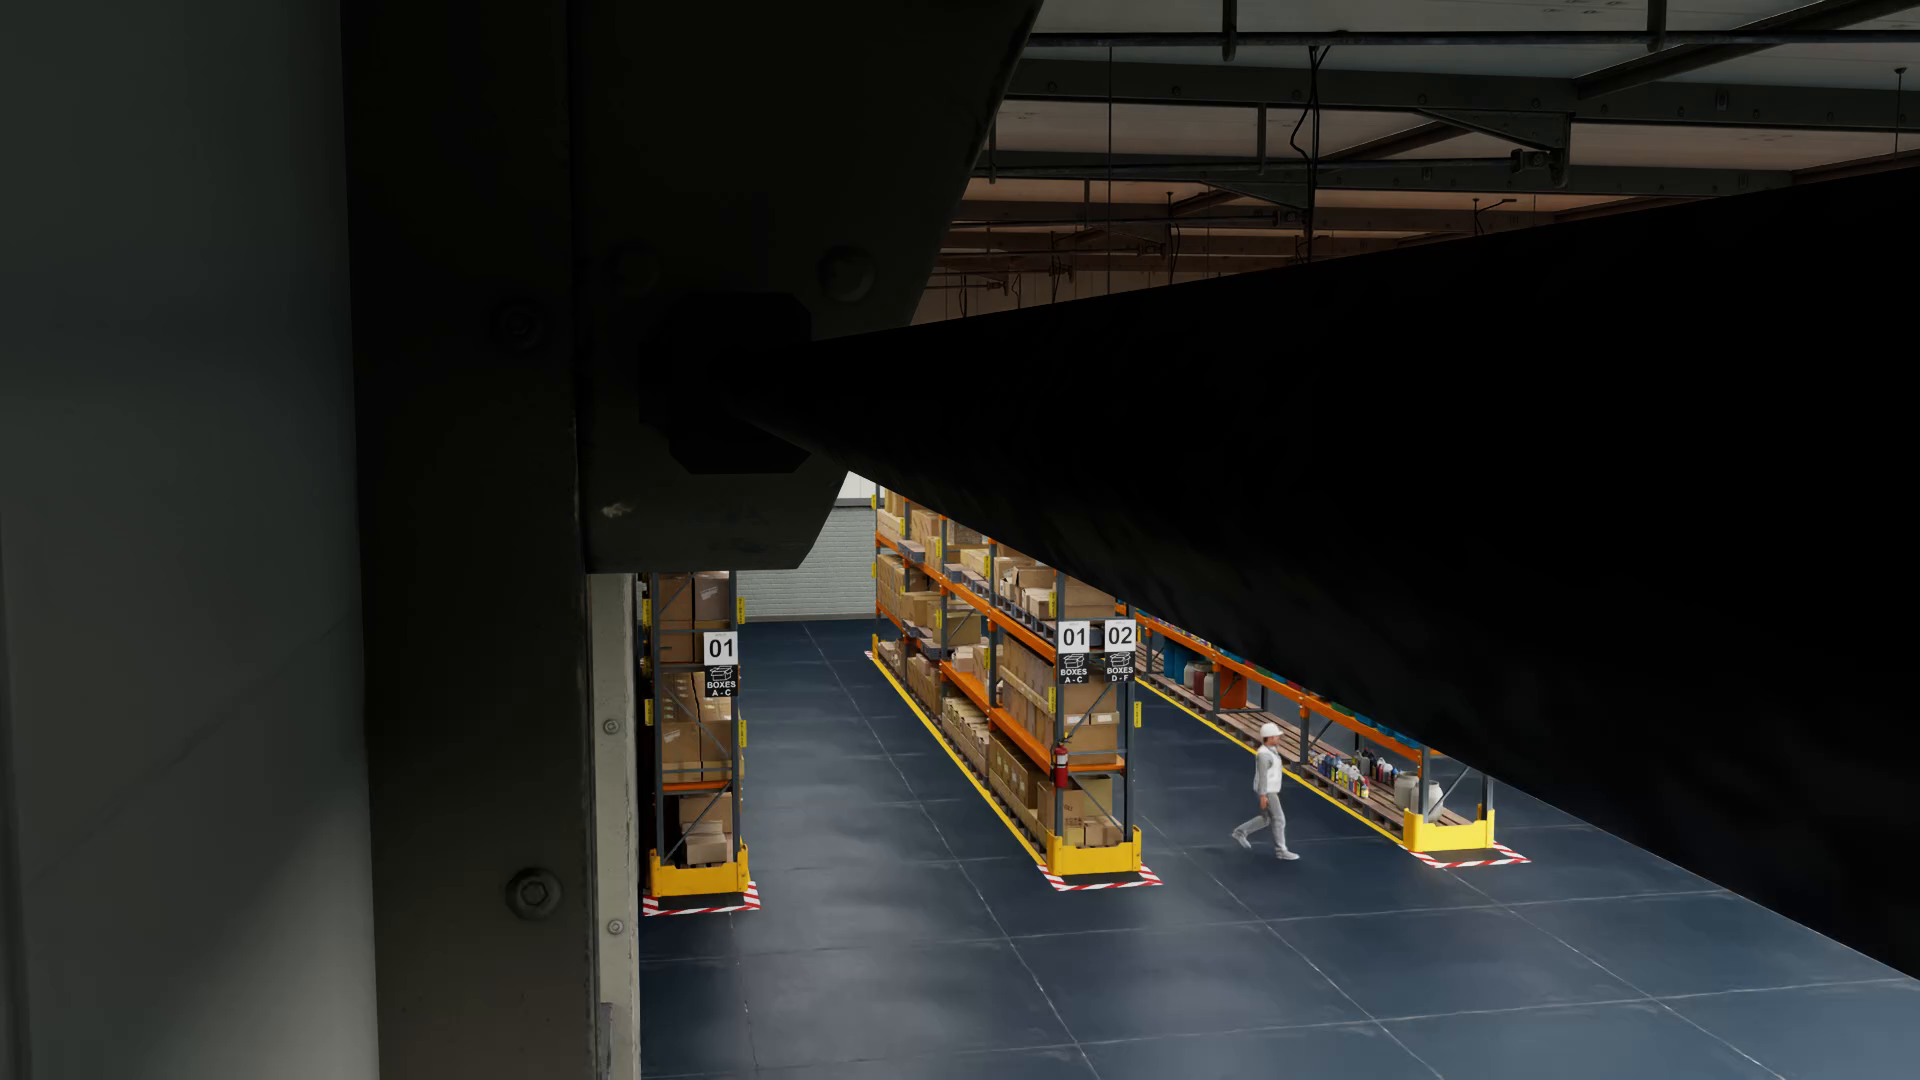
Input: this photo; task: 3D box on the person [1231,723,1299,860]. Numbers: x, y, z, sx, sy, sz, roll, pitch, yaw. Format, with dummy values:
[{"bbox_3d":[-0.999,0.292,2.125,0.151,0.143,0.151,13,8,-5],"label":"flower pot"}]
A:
[{"bbox_3d":[3.979,3.242,21.613,0.885,1.749,0.577,2,6,15],"label":"person"}]
